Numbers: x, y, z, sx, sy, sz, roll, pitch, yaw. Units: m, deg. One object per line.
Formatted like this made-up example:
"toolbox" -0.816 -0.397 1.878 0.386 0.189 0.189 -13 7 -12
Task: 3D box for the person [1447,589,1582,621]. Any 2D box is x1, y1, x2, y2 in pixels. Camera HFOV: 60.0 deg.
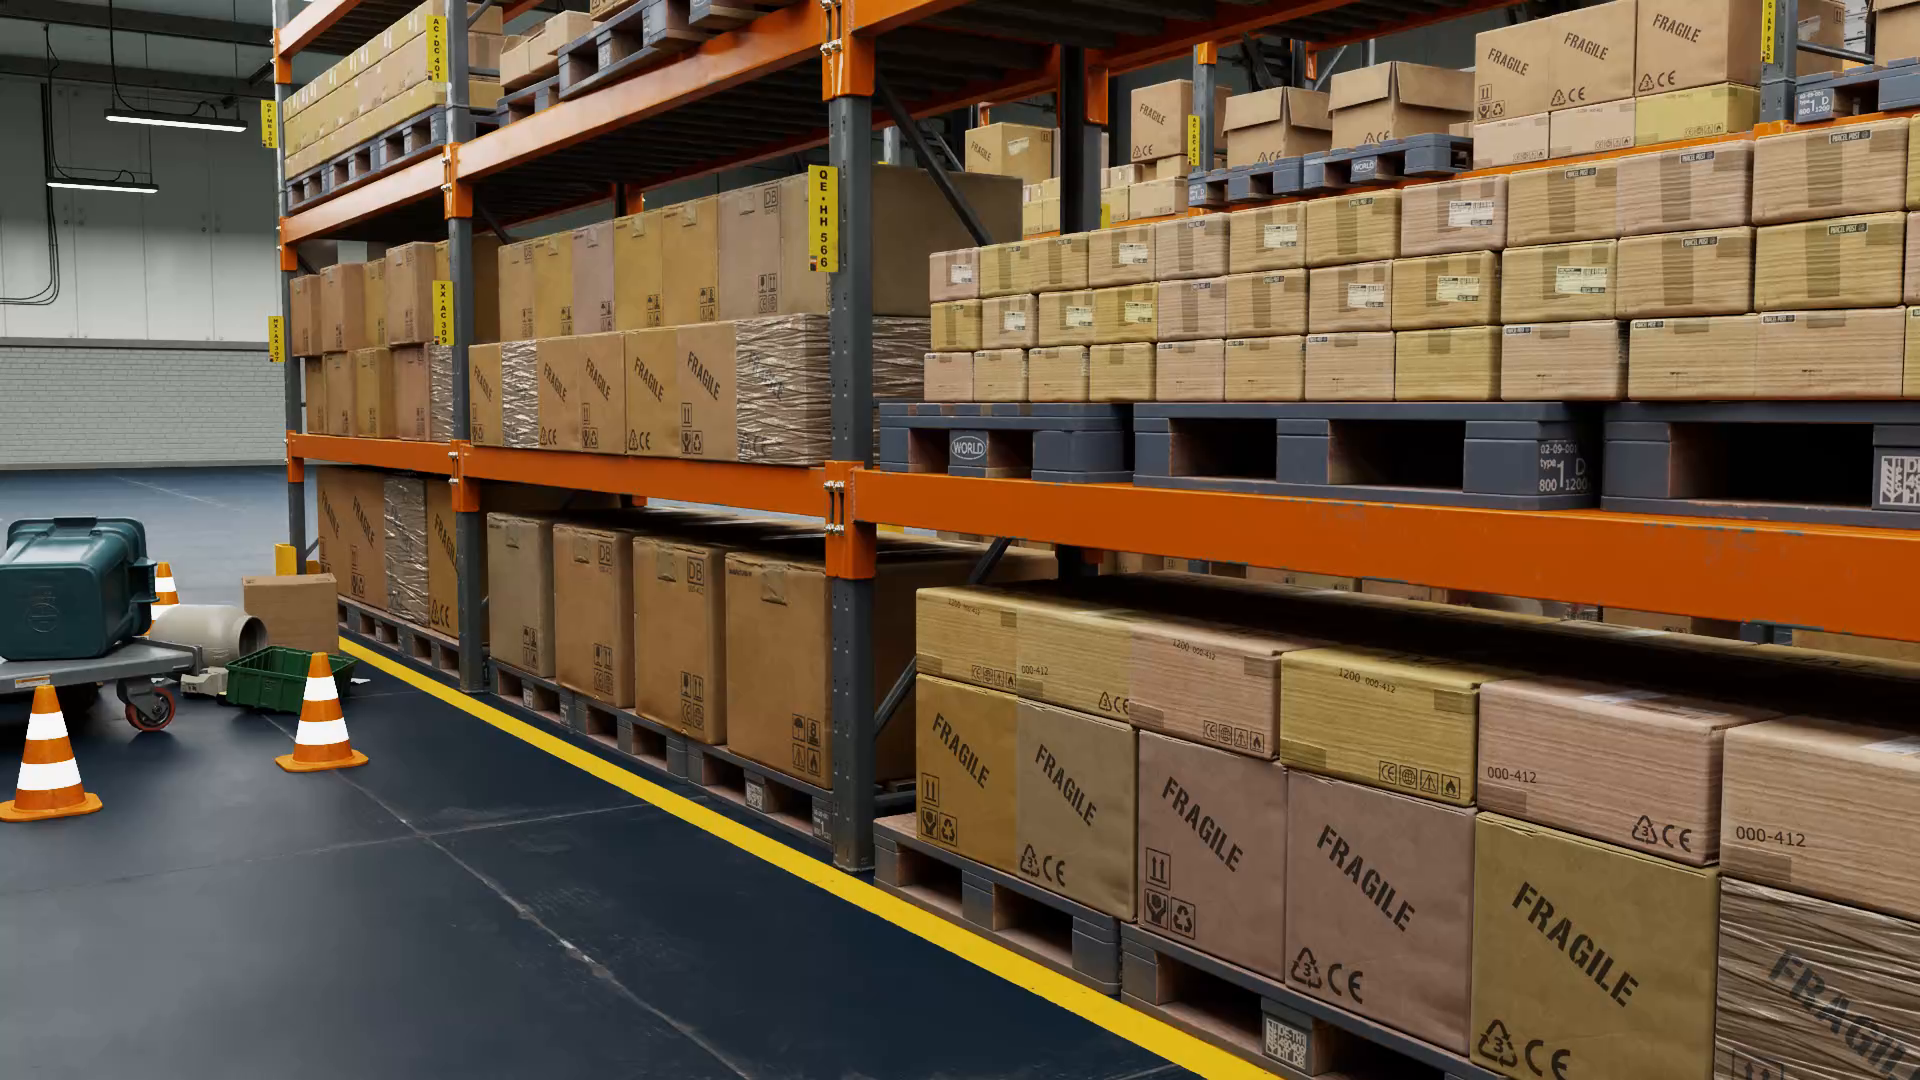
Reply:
"person" 2.116 0.118 6.378 0.534 1.686 0.914 -3 5 -29
